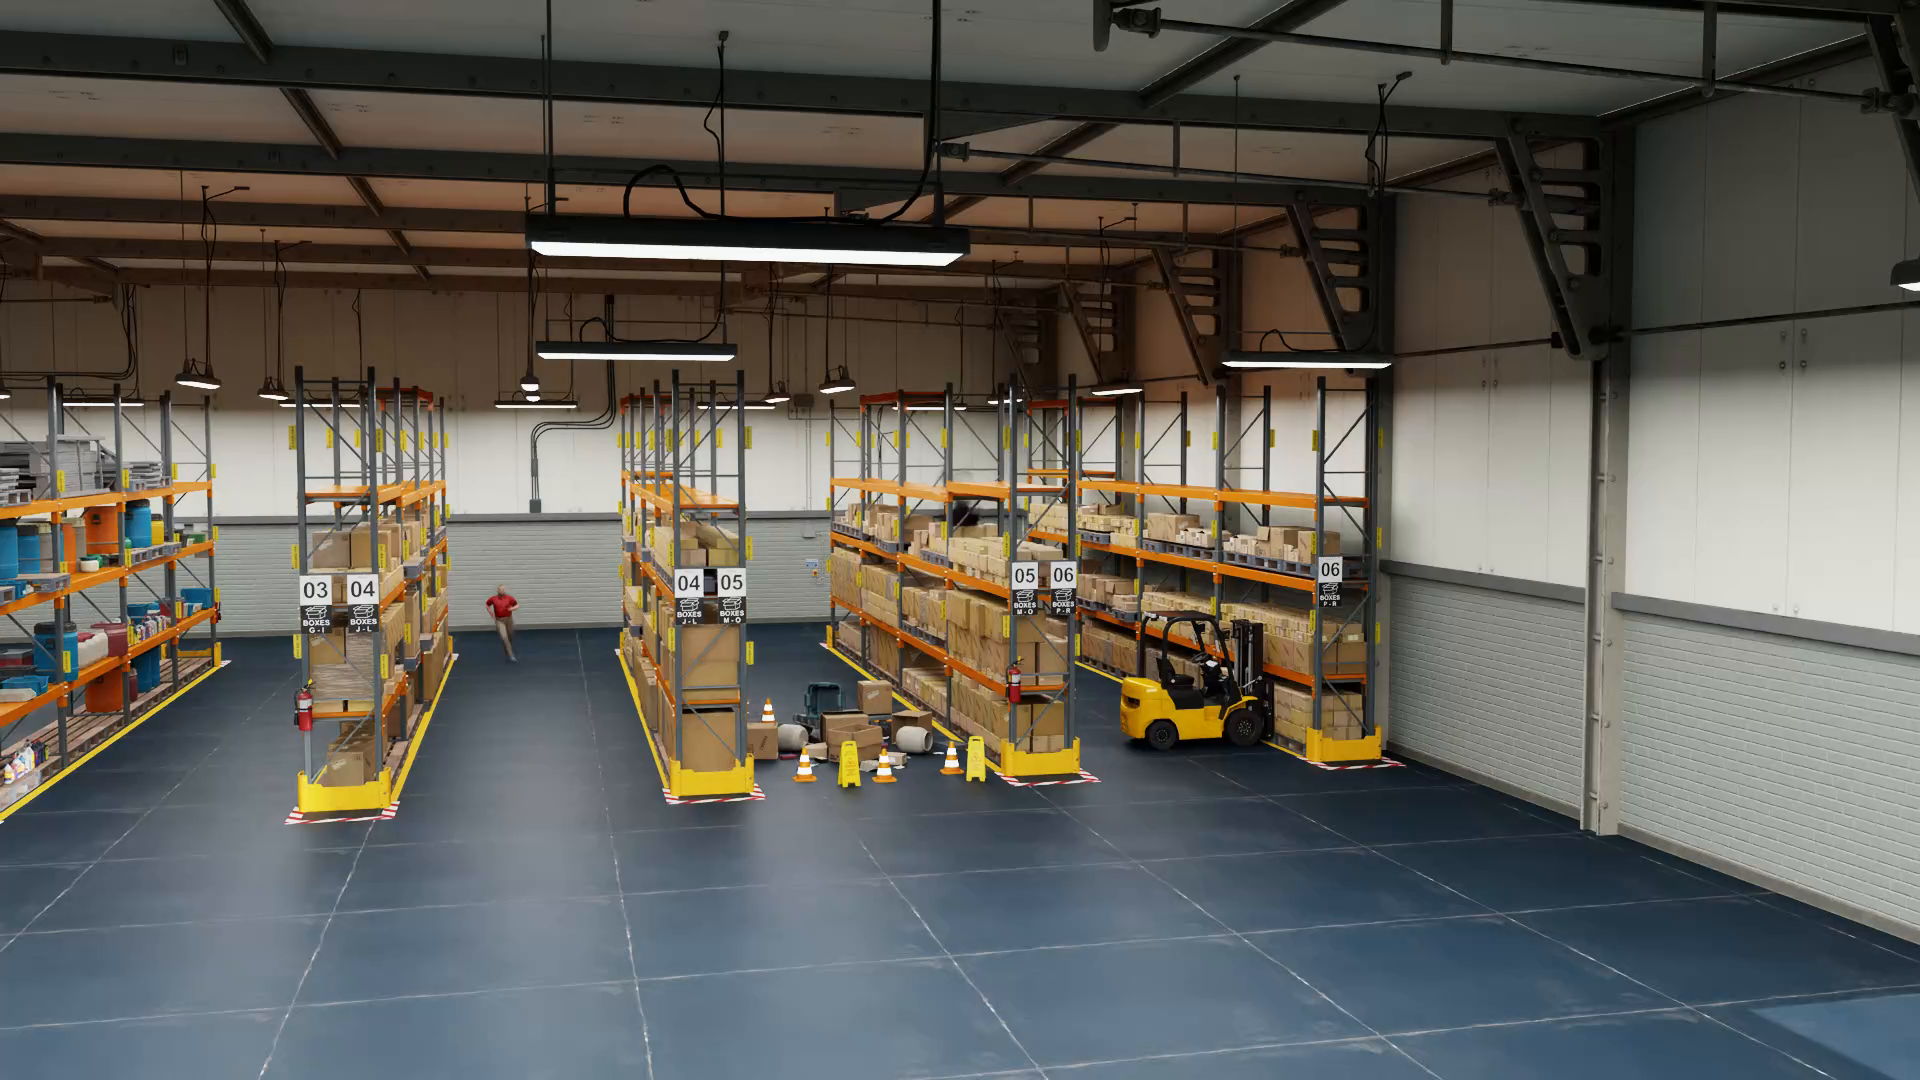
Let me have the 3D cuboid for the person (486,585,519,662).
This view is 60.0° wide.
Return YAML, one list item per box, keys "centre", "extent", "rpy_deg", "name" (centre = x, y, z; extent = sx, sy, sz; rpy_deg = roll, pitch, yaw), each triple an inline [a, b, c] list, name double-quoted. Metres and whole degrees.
- centre: [-10.363, 1.877, 37.743]
  extent: [0.685, 1.725, 0.945]
  rpy_deg: [-2, 4, -28]
  name: "person"
